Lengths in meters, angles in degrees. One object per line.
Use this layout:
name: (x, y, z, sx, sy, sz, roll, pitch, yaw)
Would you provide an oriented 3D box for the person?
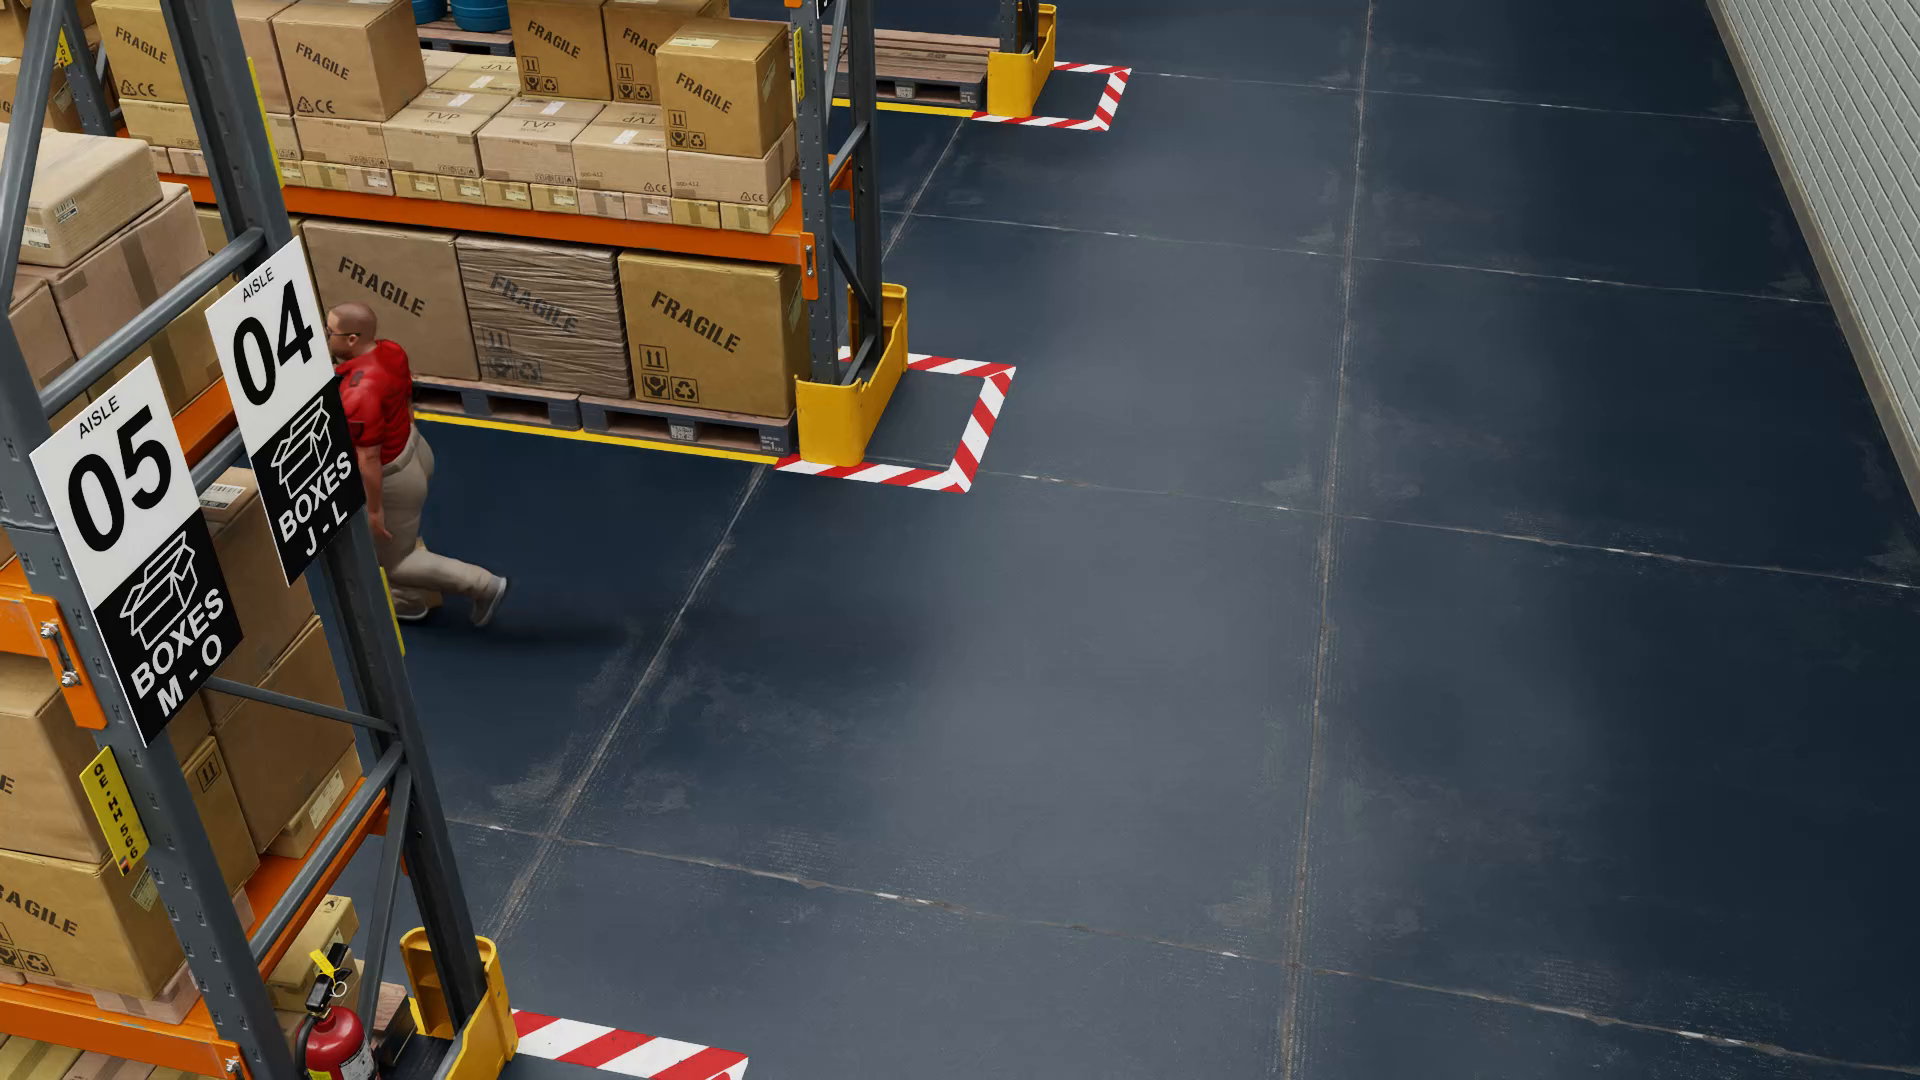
person: (-2.464, -0.278, 7.329, 0.781, 1.695, 0.557, 0, 36, -1)
